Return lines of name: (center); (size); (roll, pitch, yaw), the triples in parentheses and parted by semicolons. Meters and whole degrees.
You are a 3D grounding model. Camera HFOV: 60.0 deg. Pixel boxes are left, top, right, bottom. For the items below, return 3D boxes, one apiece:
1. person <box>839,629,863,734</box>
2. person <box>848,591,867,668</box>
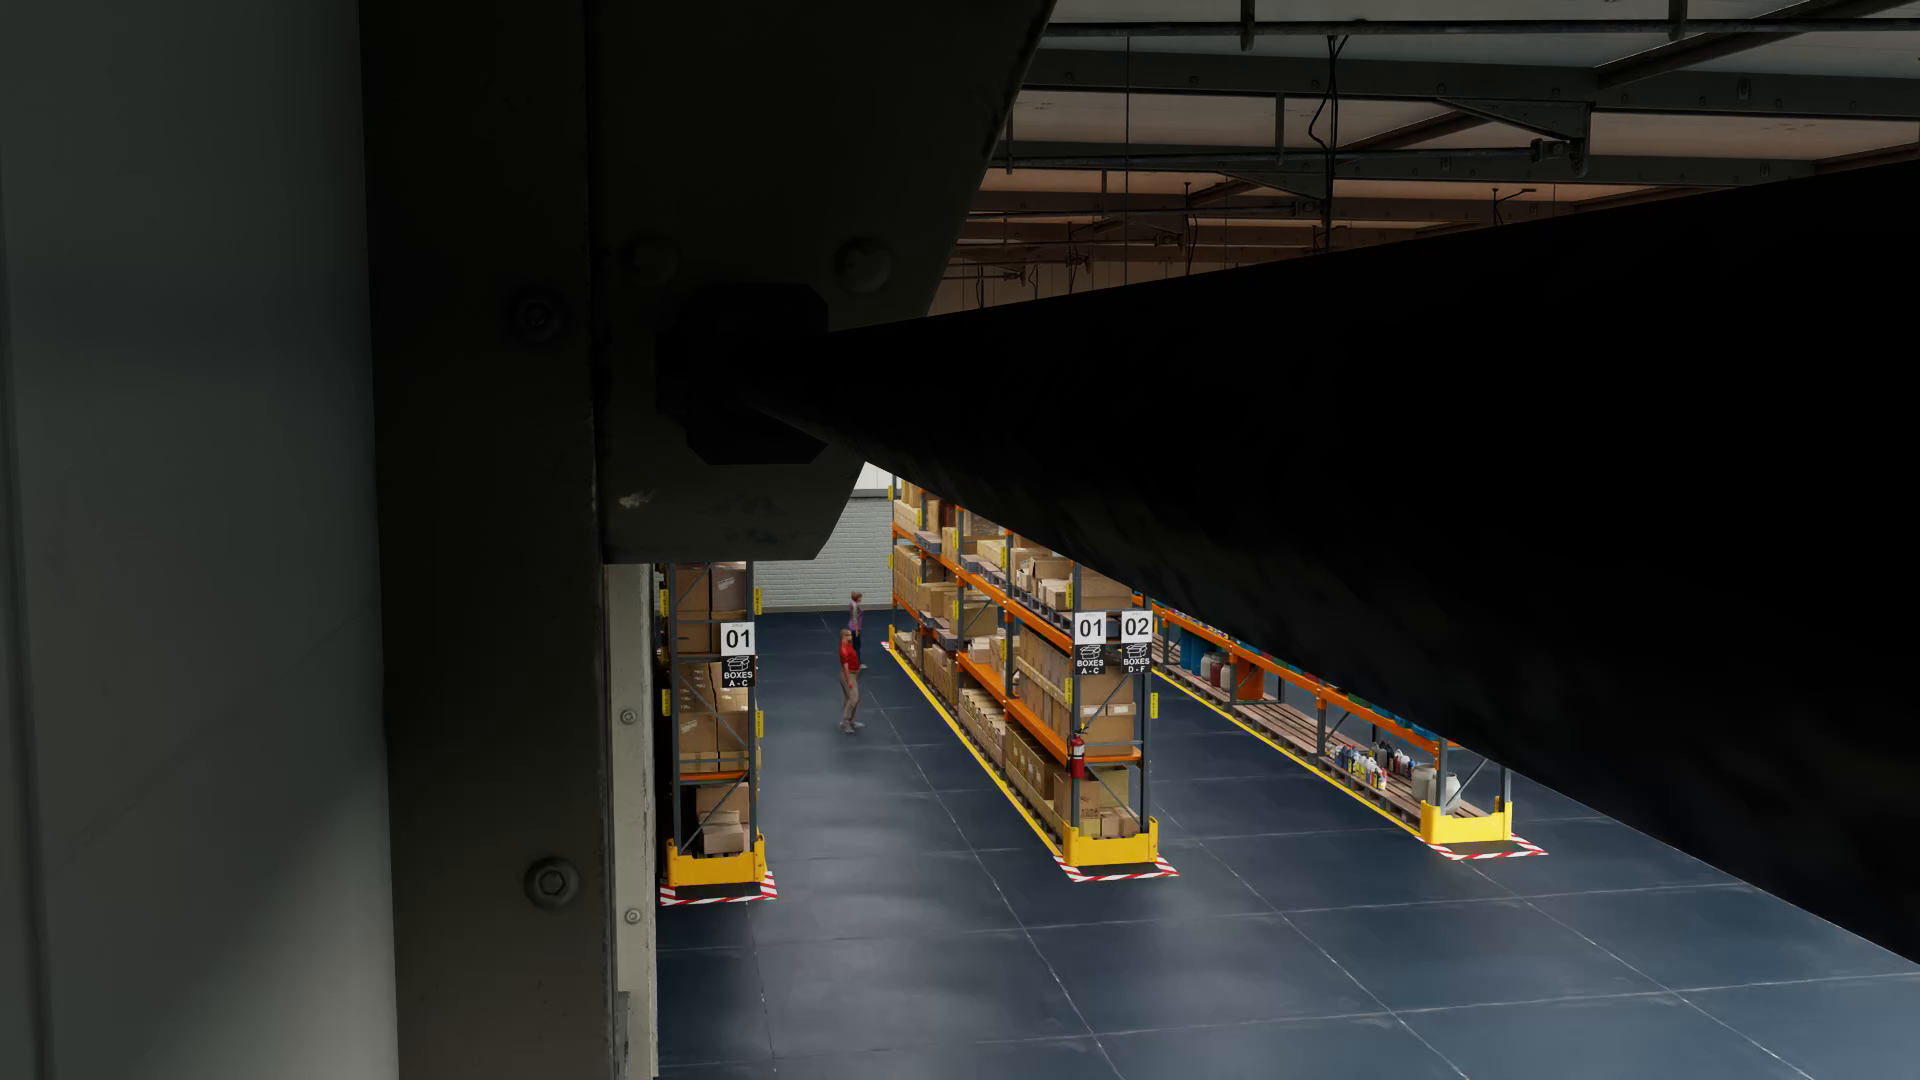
person: (-1.874, 2.401, 28.472); (0.415, 1.799, 0.579); (0, 6, 4)
person: (-2.104, 1.838, 34.130); (0.375, 1.599, 0.480); (-1, 6, -5)
